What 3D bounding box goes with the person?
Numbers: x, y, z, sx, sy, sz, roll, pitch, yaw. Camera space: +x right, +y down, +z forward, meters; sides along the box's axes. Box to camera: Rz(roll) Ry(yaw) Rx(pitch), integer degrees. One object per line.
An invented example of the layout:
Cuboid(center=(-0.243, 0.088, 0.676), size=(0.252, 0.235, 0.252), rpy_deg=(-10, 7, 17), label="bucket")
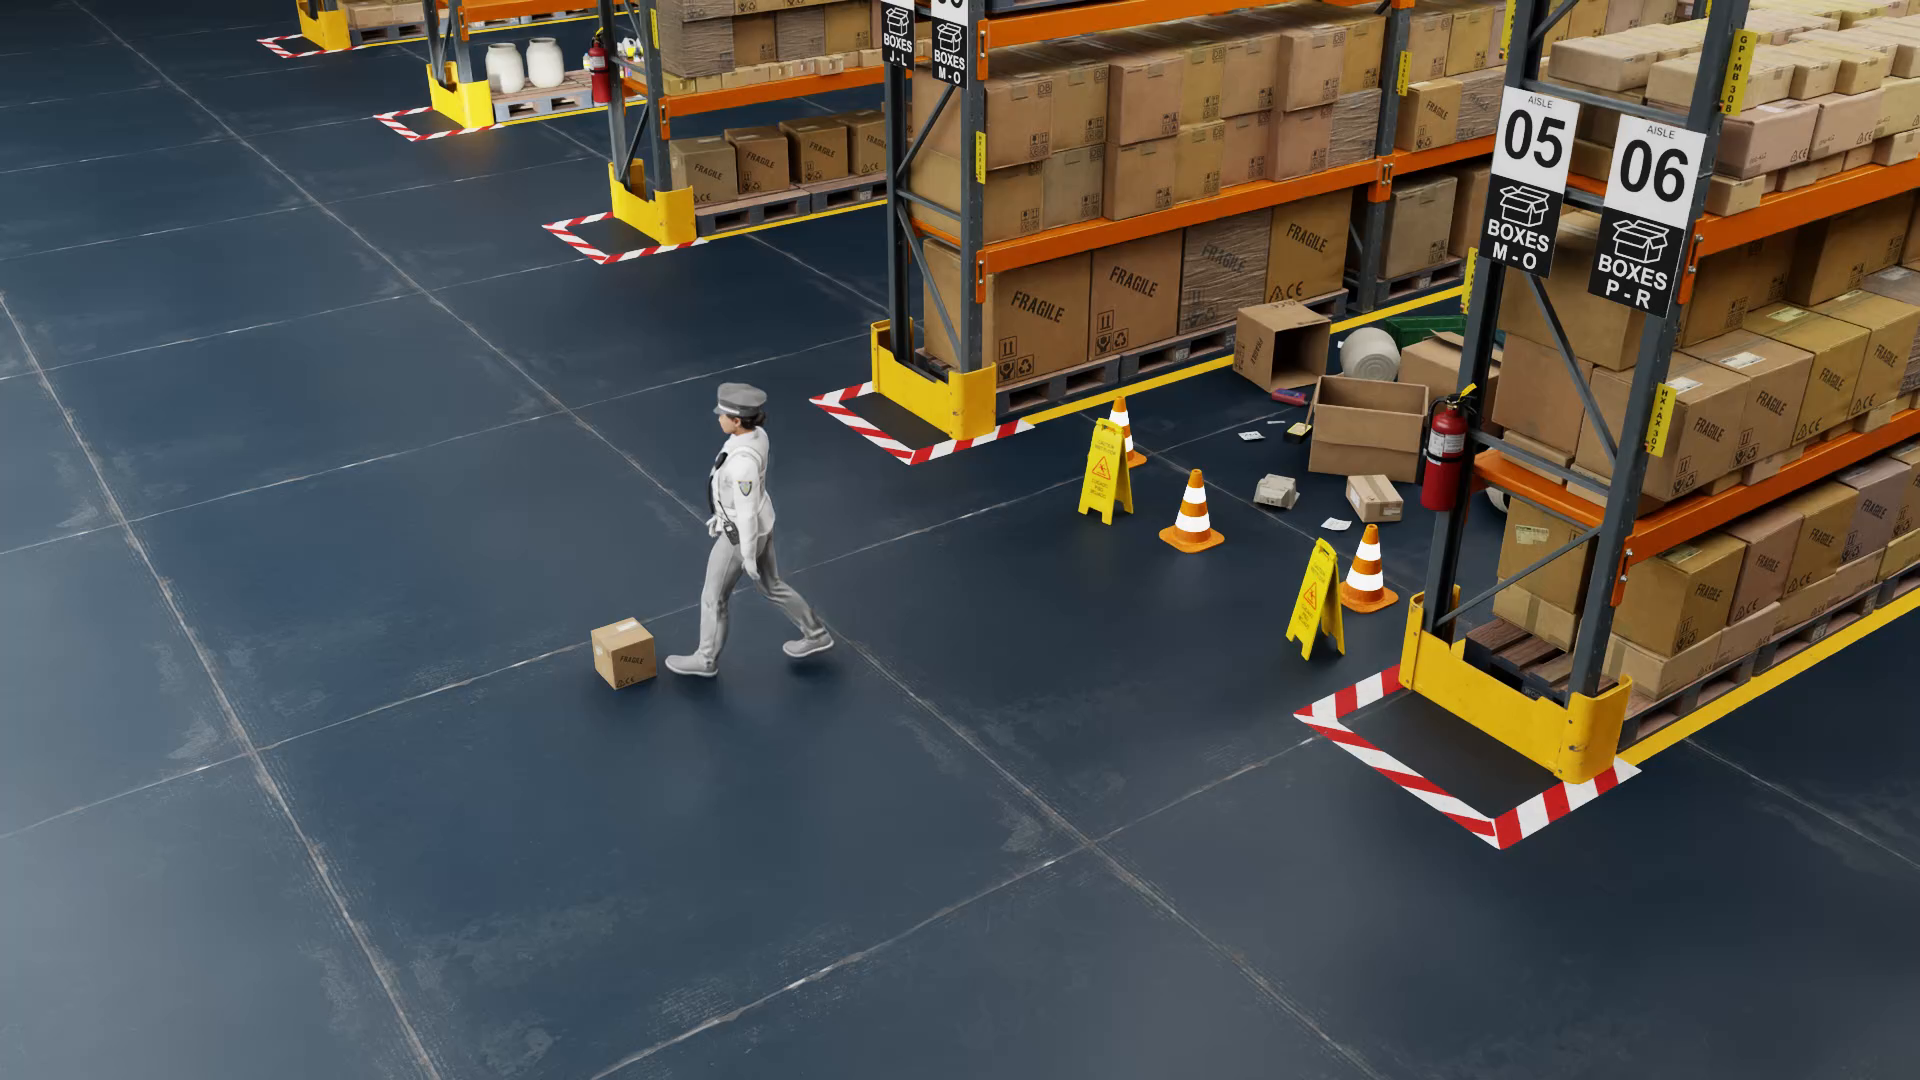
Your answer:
Cuboid(center=(-1.137, -0.049, 8.702), size=(0.893, 1.640, 0.511), rpy_deg=(3, 29, 5), label="person")
